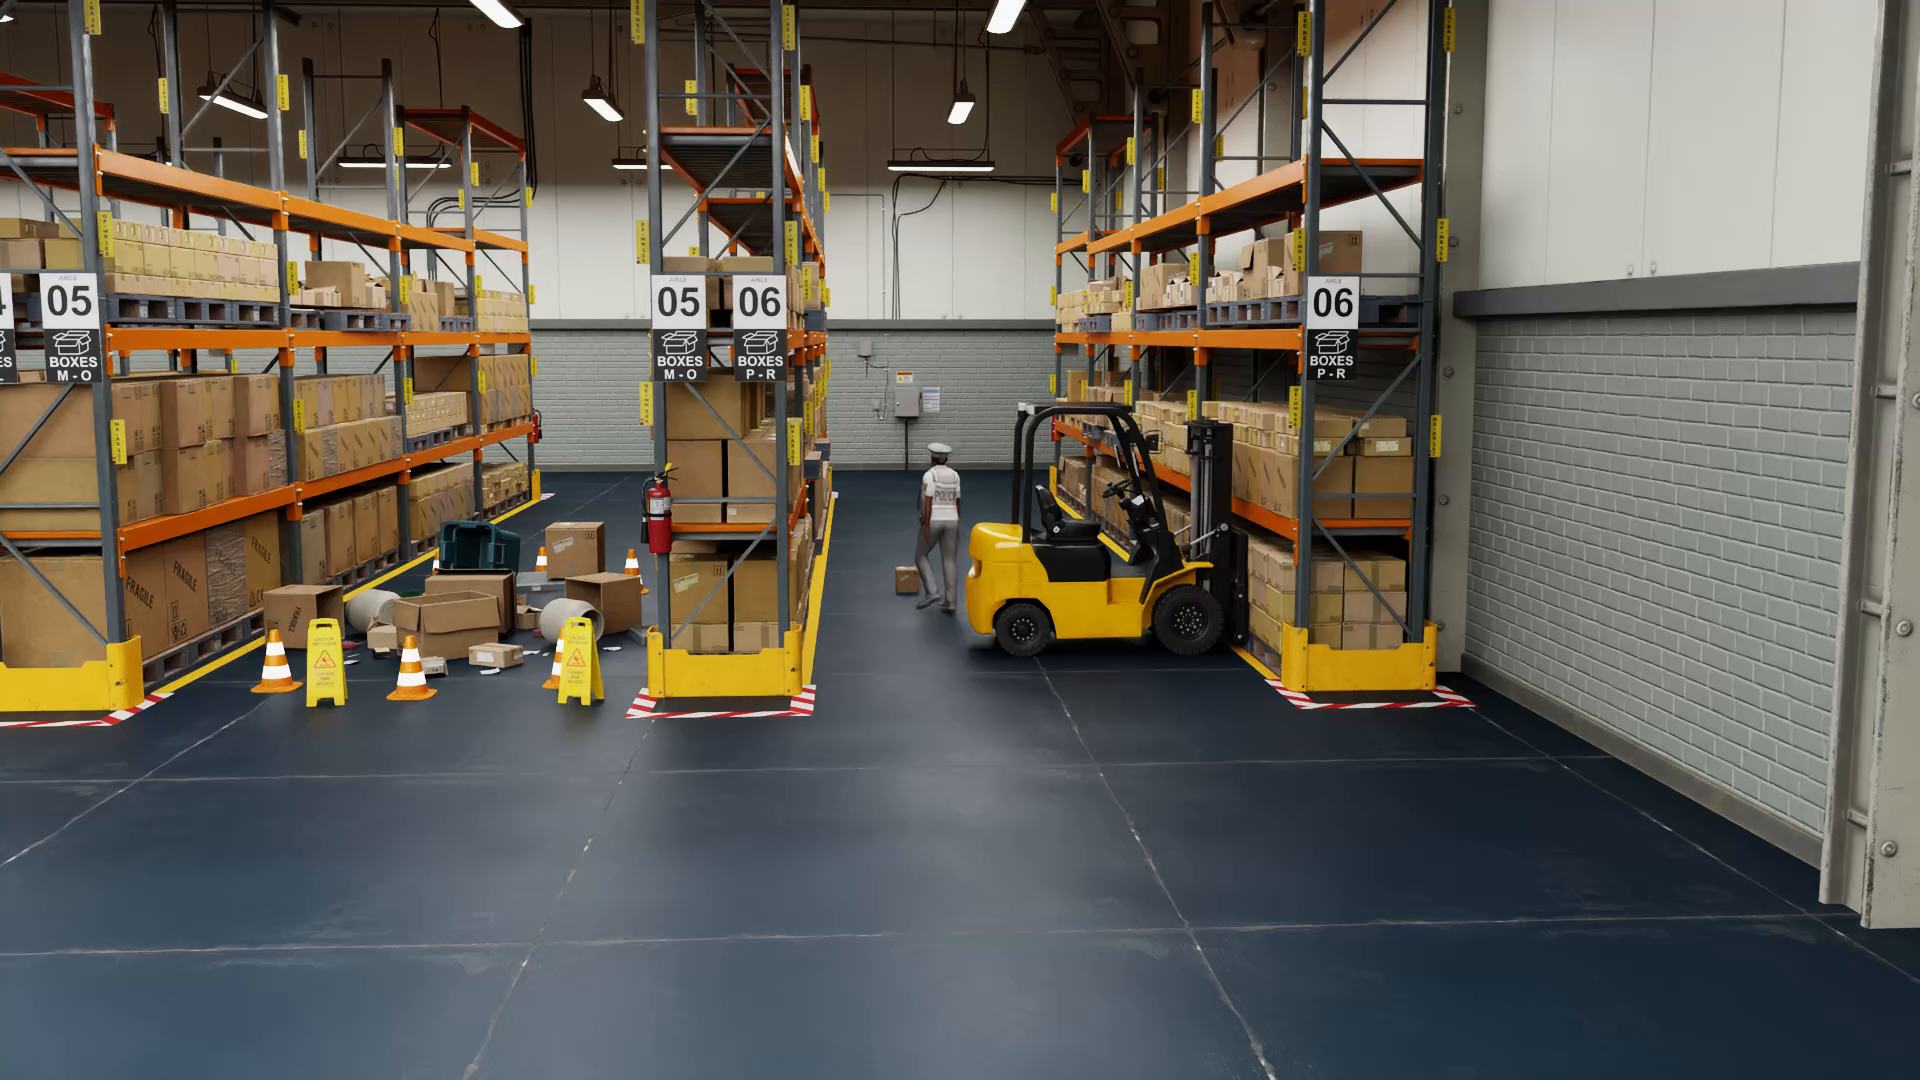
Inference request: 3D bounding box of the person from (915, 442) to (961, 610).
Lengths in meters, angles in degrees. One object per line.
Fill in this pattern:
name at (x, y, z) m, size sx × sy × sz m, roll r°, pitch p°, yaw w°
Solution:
person at (-0.187, -0.131, 16.696) m, size 0.477 × 1.672 × 0.510 m, roll -4°, pitch 8°, yaw -28°
